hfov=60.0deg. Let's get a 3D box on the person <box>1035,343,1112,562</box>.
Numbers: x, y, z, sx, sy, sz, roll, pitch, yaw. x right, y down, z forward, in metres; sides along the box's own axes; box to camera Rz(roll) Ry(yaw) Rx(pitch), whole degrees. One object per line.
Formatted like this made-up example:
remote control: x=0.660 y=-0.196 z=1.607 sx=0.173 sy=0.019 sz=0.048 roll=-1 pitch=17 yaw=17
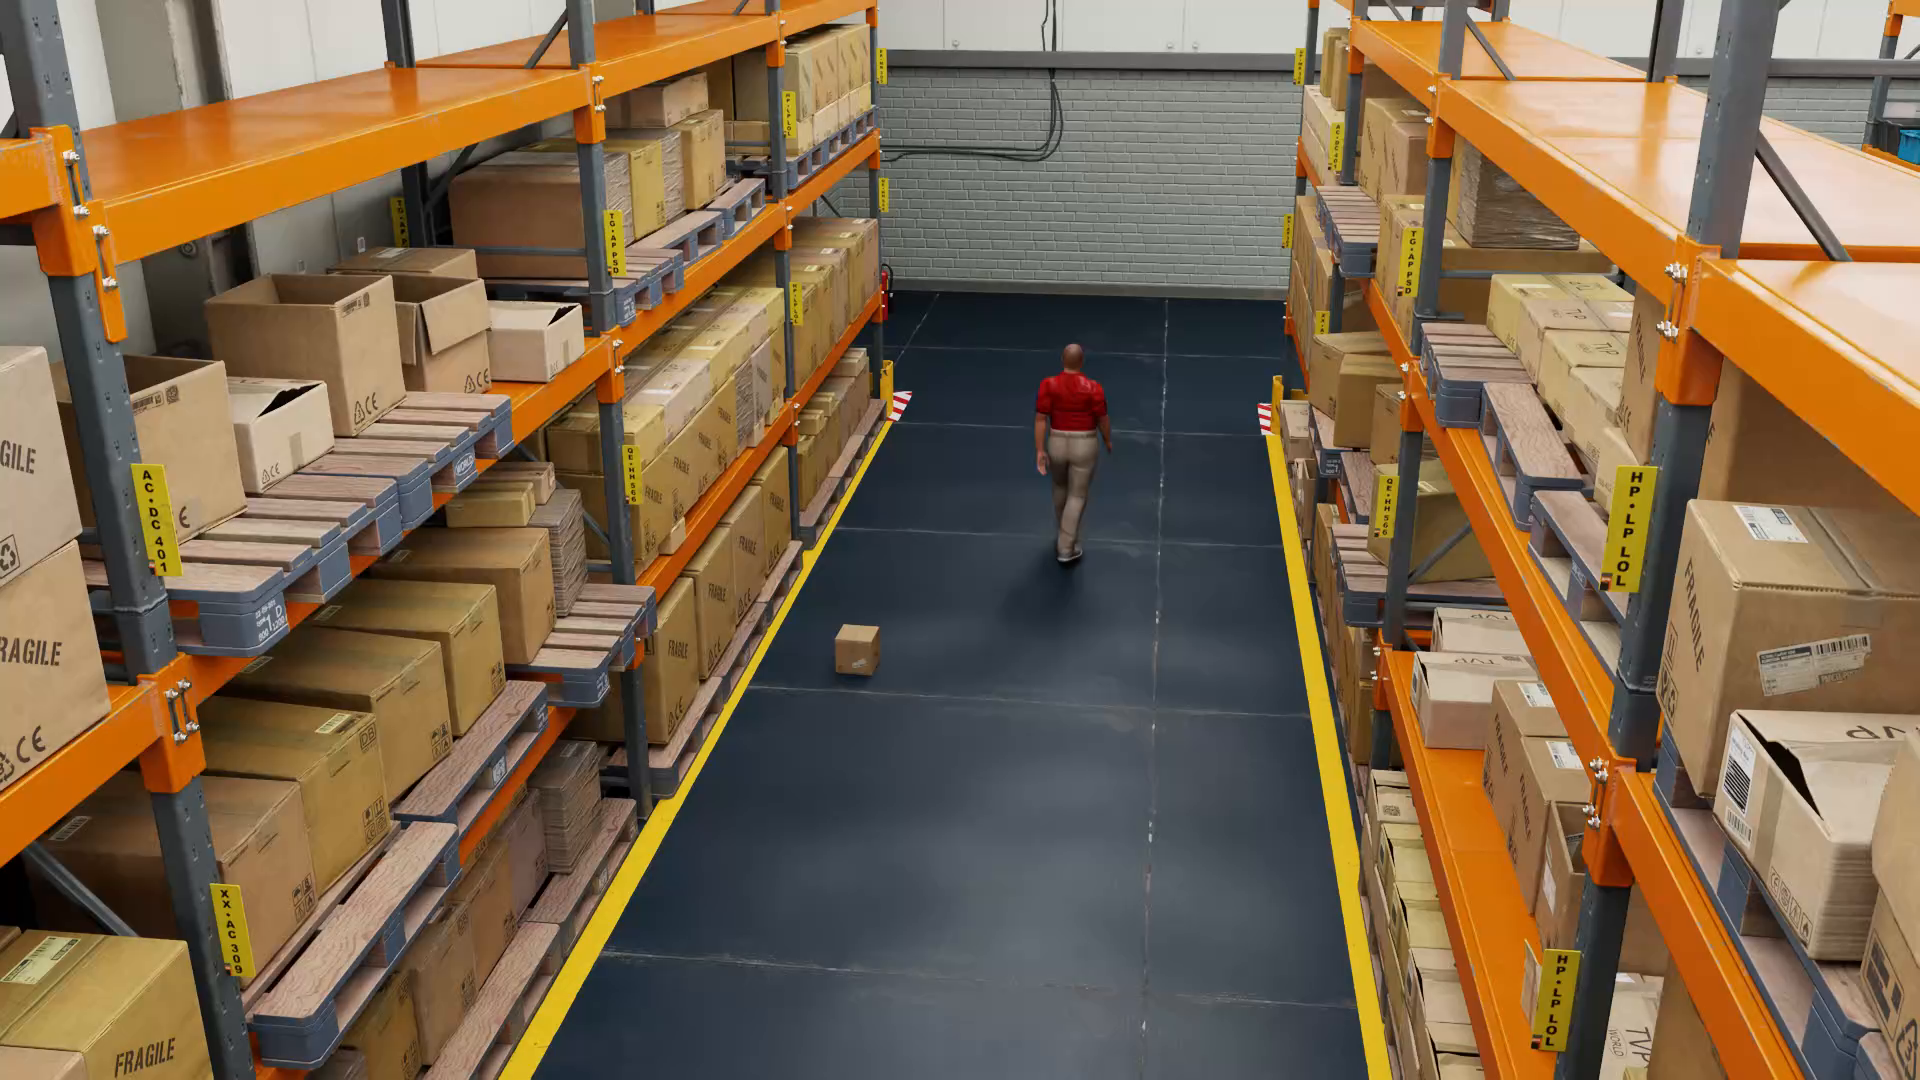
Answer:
person: x=0.920 y=-0.734 z=13.012 sx=0.534 sy=1.712 sz=0.896 roll=9 pitch=23 yaw=22
